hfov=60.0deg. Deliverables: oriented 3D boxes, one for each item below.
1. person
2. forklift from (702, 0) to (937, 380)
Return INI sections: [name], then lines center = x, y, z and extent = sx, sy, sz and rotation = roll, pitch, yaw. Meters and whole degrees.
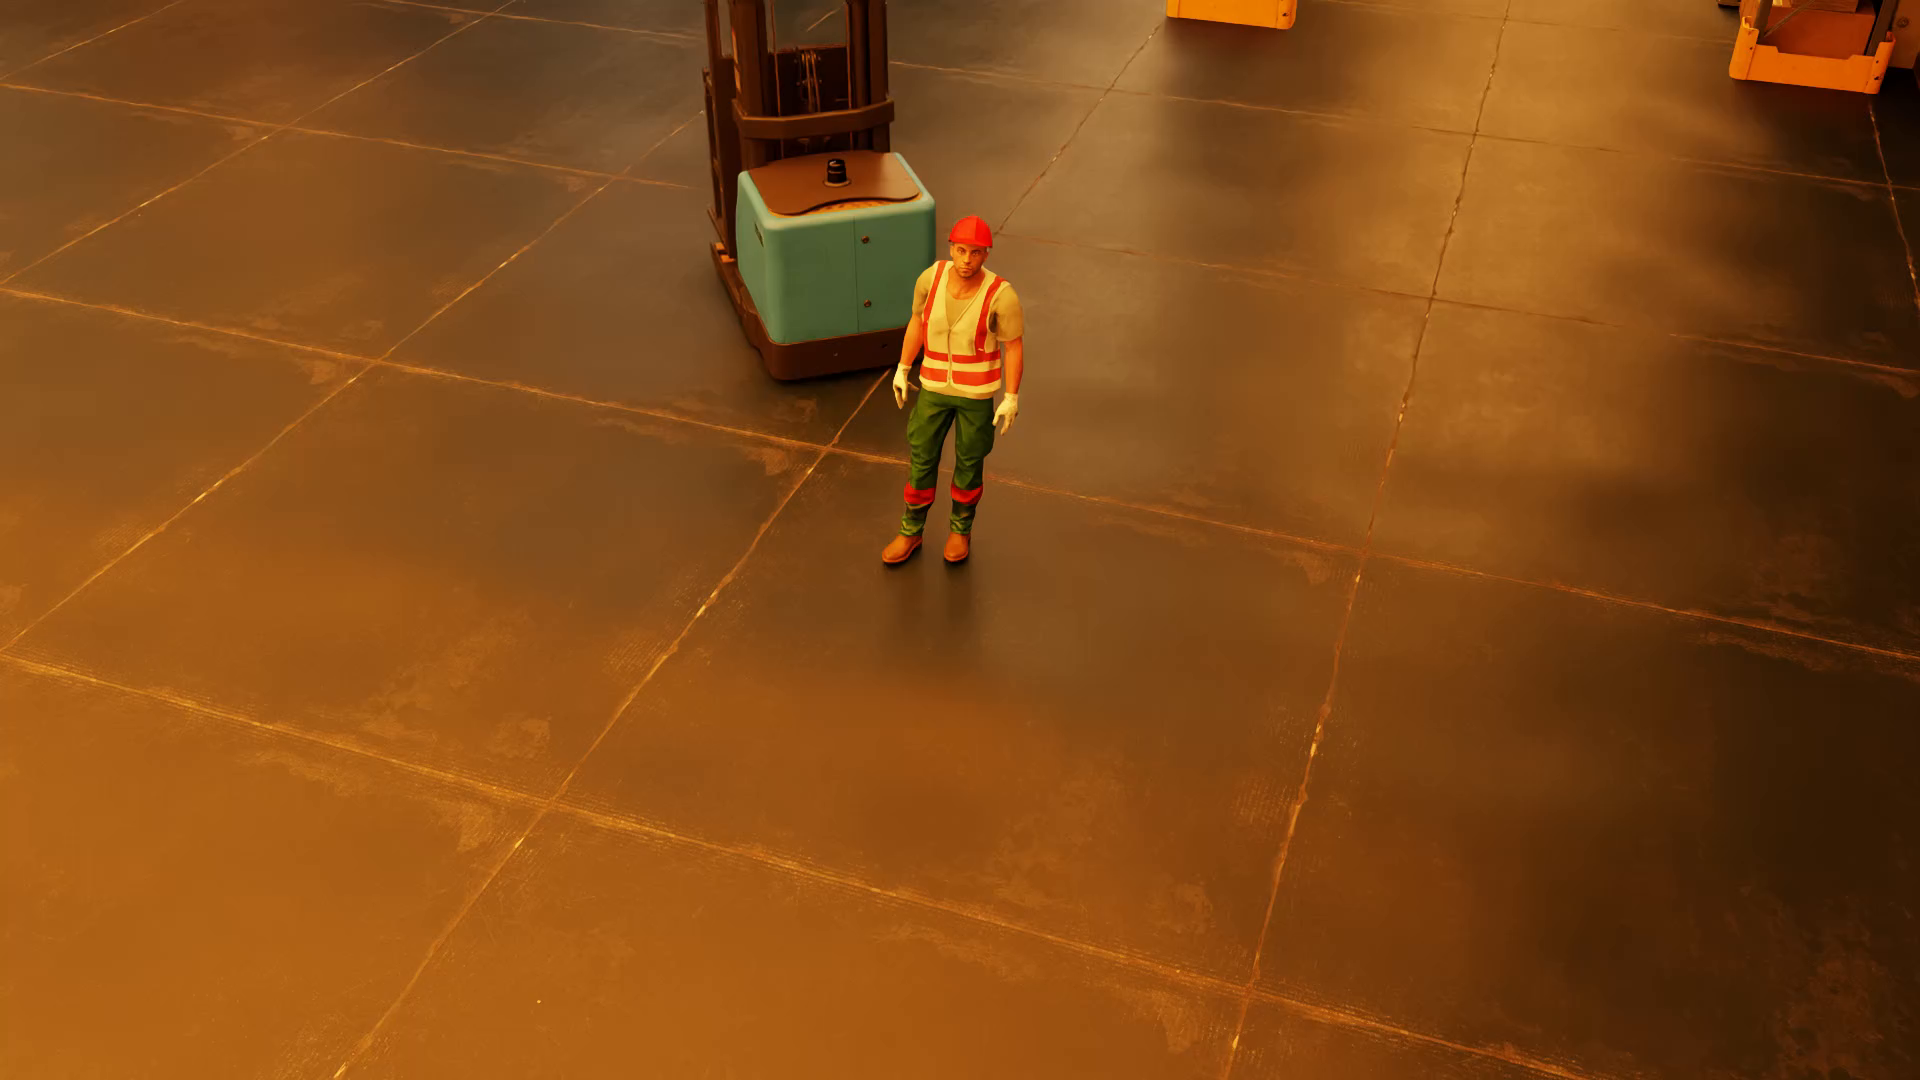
[person]
center = -0.038, -0.694, 8.065
extent = 0.638, 1.787, 0.564
rotation = 12, 37, 16
[forklift]
center = -1.051, -2.993, 10.333
extent = 1.130, 2.935, 3.031
rotation = -10, 37, -14
